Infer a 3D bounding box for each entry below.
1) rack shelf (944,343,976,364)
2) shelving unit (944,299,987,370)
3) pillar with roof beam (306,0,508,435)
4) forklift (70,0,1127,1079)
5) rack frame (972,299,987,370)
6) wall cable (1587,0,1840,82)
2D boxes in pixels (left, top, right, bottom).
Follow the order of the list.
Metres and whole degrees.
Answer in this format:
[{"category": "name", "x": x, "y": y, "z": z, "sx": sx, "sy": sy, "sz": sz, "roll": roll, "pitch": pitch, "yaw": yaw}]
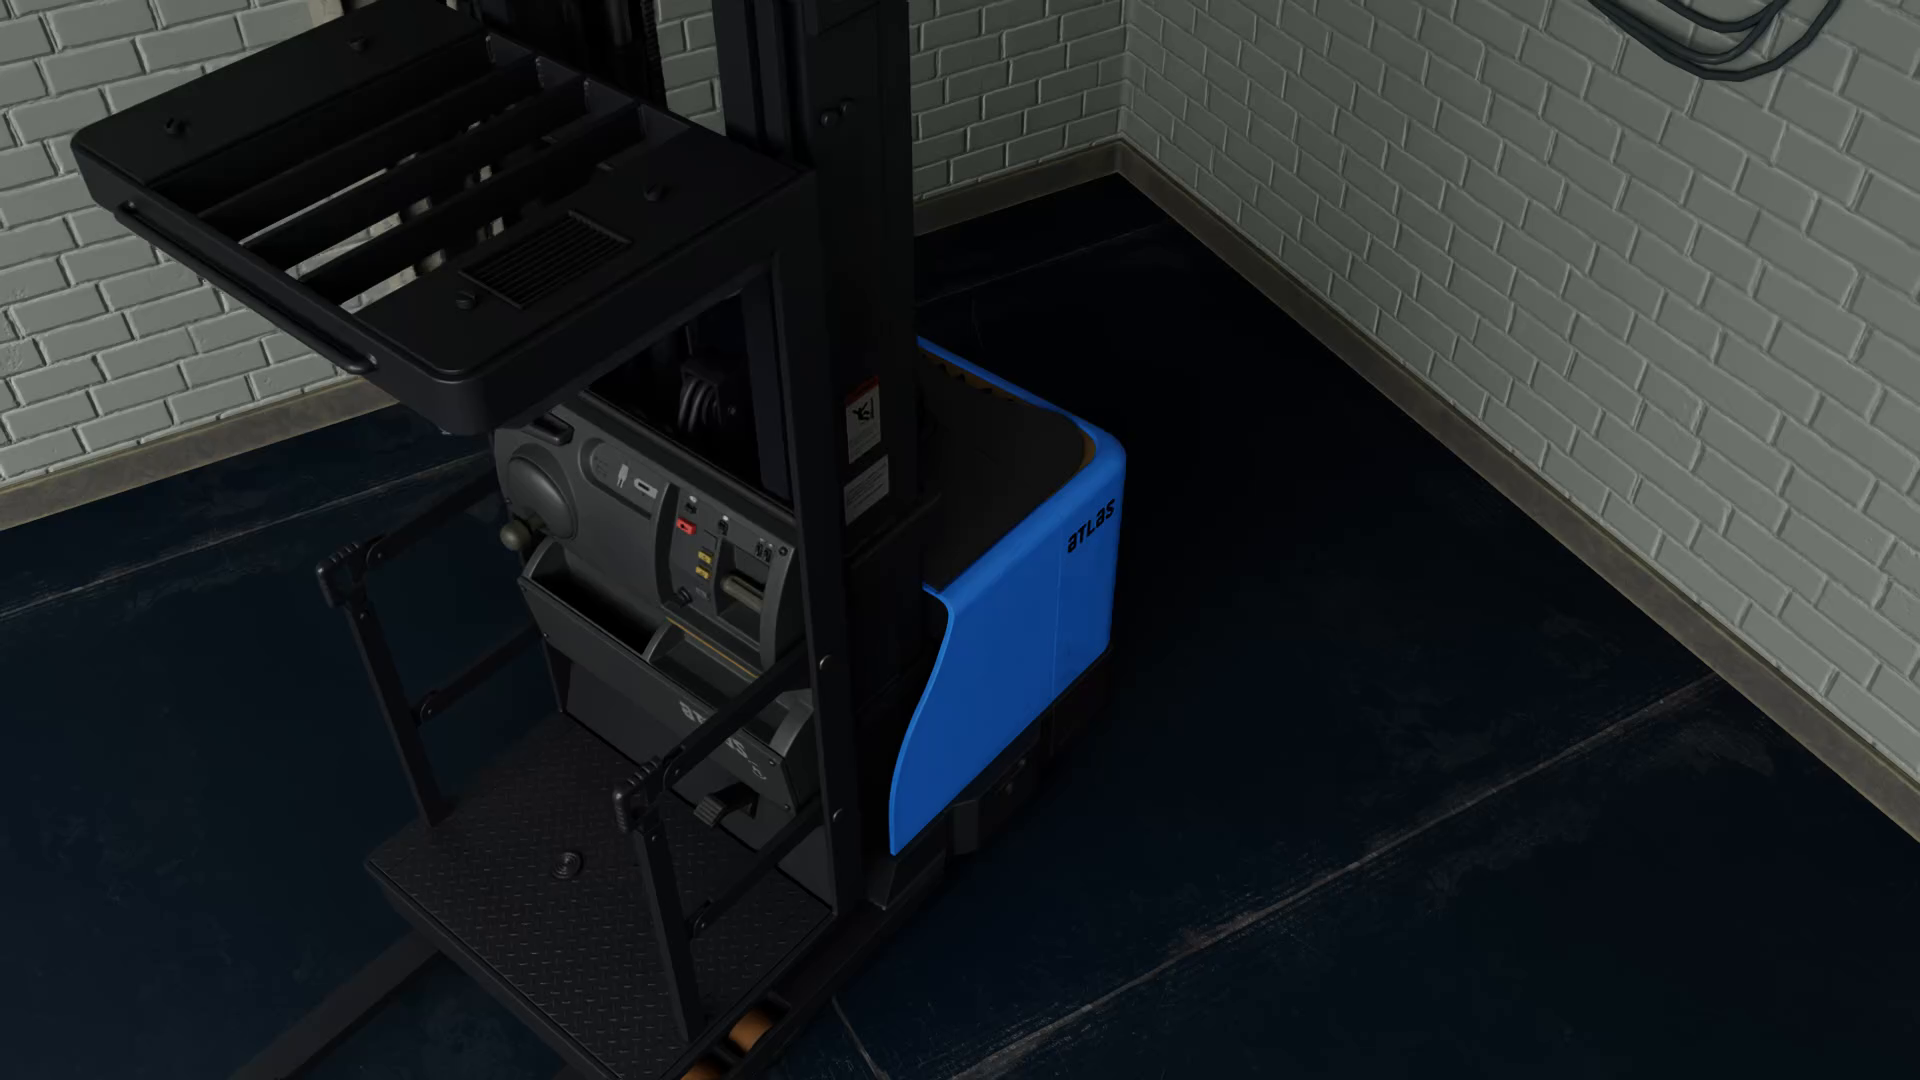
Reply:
[{"category": "rack shelf", "x": -0.039, "y": -0.511, "z": 5.291, "sx": 0.200, "sy": 0.077, "sz": 0.258, "roll": -7, "pitch": 45, "yaw": -7}, {"category": "shelving unit", "x": -0.039, "y": -0.342, "z": 5.456, "sx": 0.210, "sy": 0.900, "sz": 0.258, "roll": -7, "pitch": 45, "yaw": -7}, {"category": "pillar with roof beam", "x": 0.333, "y": -1.177, "z": 0.501, "sx": 0.400, "sy": 9.000, "sz": 9.100, "roll": -22, "pitch": 48, "yaw": -21}, {"category": "forklift", "x": -0.857, "y": 0.032, "z": 3.612, "sx": 1.130, "sy": 2.935, "sz": 3.031, "roll": 30, "pitch": 52, "yaw": 27}, {"category": "rack frame", "x": 0.061, "y": -0.353, "z": 5.468, "sx": 0.006, "sy": 0.900, "sz": 0.240, "roll": -7, "pitch": 45, "yaw": -7}, {"category": "wall cable", "x": 1.402, "y": -2.886, "z": 4.492, "sx": 0.112, "sy": 2.526, "sz": 3.097, "roll": -22, "pitch": 48, "yaw": -21}]
